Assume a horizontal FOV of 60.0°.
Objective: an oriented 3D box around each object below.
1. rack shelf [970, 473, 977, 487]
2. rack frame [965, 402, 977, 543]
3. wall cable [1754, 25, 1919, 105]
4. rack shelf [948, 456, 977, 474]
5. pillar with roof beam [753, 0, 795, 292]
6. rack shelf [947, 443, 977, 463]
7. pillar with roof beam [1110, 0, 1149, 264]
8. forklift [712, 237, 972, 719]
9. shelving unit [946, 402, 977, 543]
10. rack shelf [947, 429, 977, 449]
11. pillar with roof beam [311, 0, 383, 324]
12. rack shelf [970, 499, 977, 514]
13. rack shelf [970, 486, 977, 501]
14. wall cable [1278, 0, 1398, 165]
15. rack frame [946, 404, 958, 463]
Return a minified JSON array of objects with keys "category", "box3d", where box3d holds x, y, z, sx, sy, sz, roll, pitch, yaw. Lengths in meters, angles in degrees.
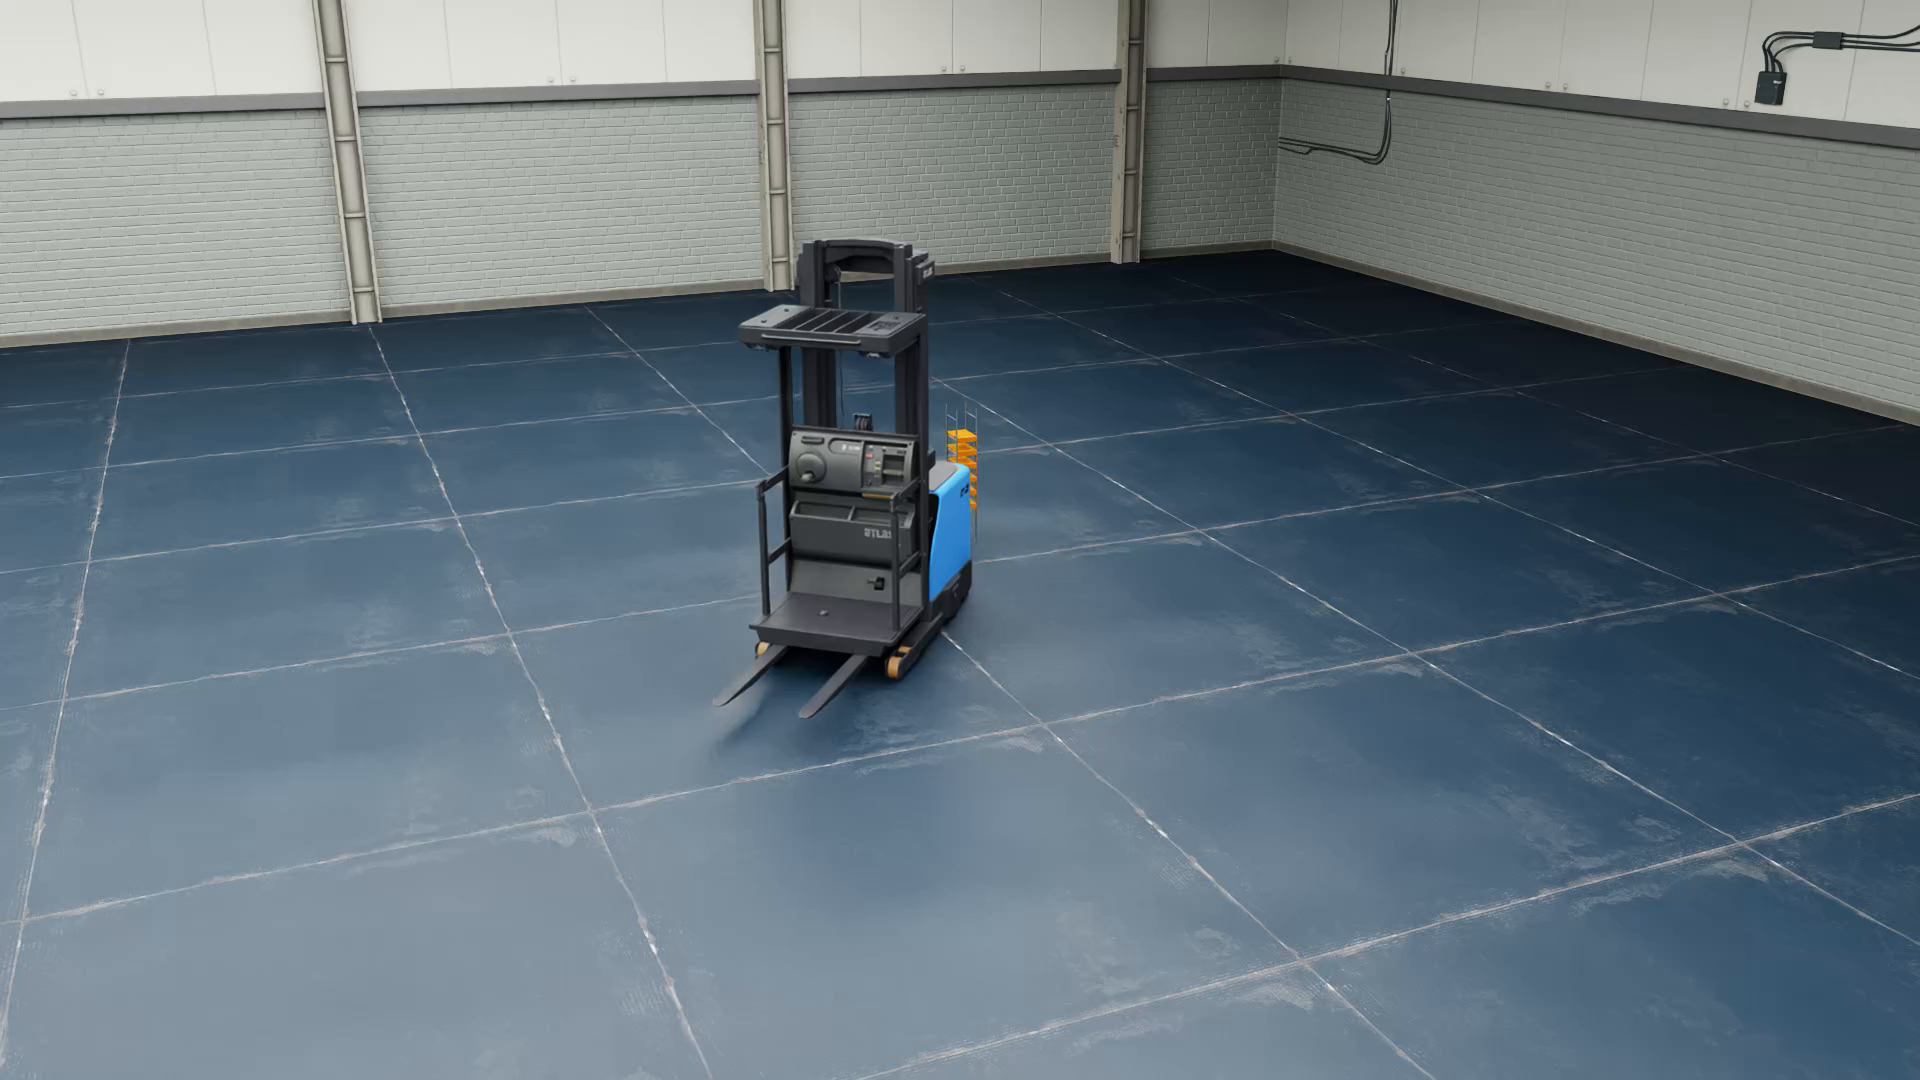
[{"category":"rack shelf","box3d":[0.013,-0.526,14.343,0.180,0.103,0.258,-8,21,-22]},{"category":"rack frame","box3d":[0.097,-0.580,14.362,0.006,1.200,0.240,-8,21,-22]},{"category":"wall cable","box3d":[9.719,-7.568,17.344,0.169,6.003,2.305,-8,21,-22]},{"category":"rack shelf","box3d":[0.013,-0.639,14.303,0.180,0.103,0.258,-8,21,-22]},{"category":"pillar with roof beam","box3d":[-1.060,-6.774,20.212,0.400,9.000,9.100,-8,21,-22]},{"category":"rack shelf","box3d":[0.013,-0.752,14.263,0.180,0.103,0.258,-8,21,-22]},{"category":"pillar with roof beam","box3d":[4.449,-7.563,22.453,0.400,9.000,9.100,-8,21,-22]},{"category":"forklift","box3d":[-0.838,-0.546,11.658,1.130,2.935,3.031,6,20,17]},{"category":"shelving unit","box3d":[0.013,-0.568,14.328,0.189,1.200,0.258,-8,21,-22]},{"category":"rack shelf","box3d":[0.013,-0.866,14.223,0.180,0.103,0.258,-8,21,-22]},{"category":"pillar with roof beam","box3d":[-6.569,-5.985,17.970,0.400,9.000,9.100,-8,21,-22]},{"category":"rack shelf","box3d":[0.013,-0.300,14.423,0.180,0.103,0.258,-8,21,-22]},{"category":"rack shelf","box3d":[0.013,-0.413,14.383,0.180,0.103,0.258,-8,21,-22]},{"category":"wall cable","box3d":[5.973,-7.396,26.653,0.112,2.526,3.097,-8,21,-22]},{"category":"rack frame","box3d":[-0.071,-0.556,14.294,0.006,1.200,0.240,-8,21,-22]}]
